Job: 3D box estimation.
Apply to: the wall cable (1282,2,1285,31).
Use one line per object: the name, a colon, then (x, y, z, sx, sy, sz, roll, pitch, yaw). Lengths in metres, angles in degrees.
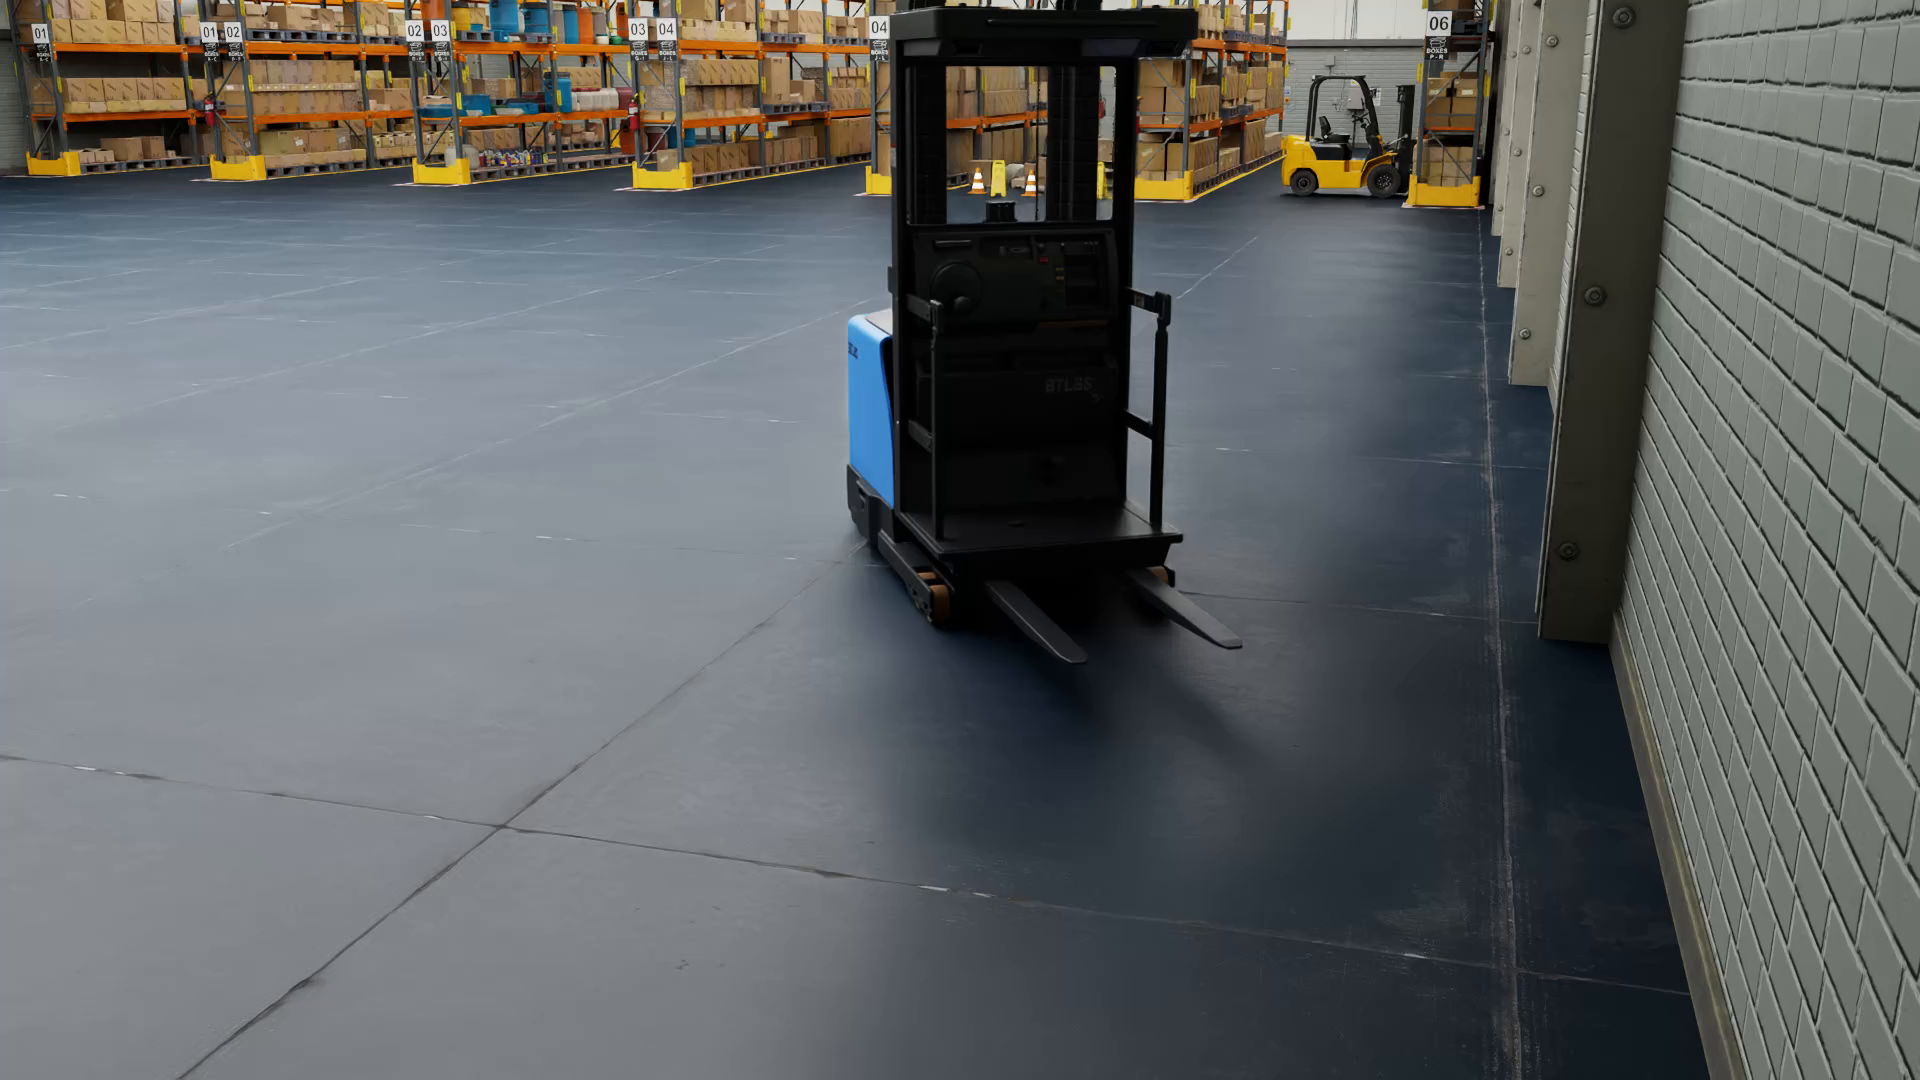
wall cable: (9.496, -16.210, 48.989, 0.463, 3.000, 0.029, 5, 16, 16)

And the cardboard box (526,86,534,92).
cardboard box: (-12.090, -12.504, 46.733, 0.500, 0.500, 0.500, 5, 17, 17)

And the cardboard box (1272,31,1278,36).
cardboard box: (8.065, -13.146, 43.190, 0.380, 0.149, 0.250, 3, 16, 12)

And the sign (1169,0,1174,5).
sign: (4.206, -10.598, 33.030, 0.100, 0.325, 0.005, 5, 16, 16)

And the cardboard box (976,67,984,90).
cardboard box: (0.100, -9.691, 34.985, 0.700, 0.500, 0.500, 4, 16, 15)

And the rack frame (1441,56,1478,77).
rack frame: (12.909, -11.430, 43.131, 1.000, 3.000, 0.127, 5, 16, 16)

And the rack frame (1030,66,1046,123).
rack frame: (2.238, -11.125, 42.055, 1.000, 3.000, 0.127, 5, 16, 16)

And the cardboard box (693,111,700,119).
cardboard box: (-5.415, -8.460, 33.119, 0.380, 0.149, 0.250, 5, 16, 16)

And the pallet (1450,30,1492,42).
pallet: (10.214, -10.212, 33.685, 1.003, 0.211, 1.213, 5, 17, 18)

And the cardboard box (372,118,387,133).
cardboard box: (-16.796, -11.676, 47.168, 0.750, 0.750, 0.750, 5, 17, 17)

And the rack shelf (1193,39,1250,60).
rack shelf: (5.308, -10.295, 34.949, 1.077, 0.370, 4.000, 5, 16, 16)

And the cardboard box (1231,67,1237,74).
cardboard box: (5.681, -9.976, 35.319, 0.380, 0.149, 0.250, 4, 16, 13)

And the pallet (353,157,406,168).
pallet: (-14.087, -9.067, 39.907, 1.003, 0.211, 1.213, 5, 16, 16)

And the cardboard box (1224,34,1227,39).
cardboard box: (5.470, -10.813, 35.267, 0.797, 0.503, 0.637, 5, 16, 16)

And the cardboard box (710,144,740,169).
cardboard box: (-5.070, -8.191, 35.520, 0.500, 0.500, 0.500, 11, 19, 33)

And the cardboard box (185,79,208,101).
cardboard box: (-18.832, -10.986, 40.574, 0.700, 0.500, 0.500, 5, 16, 16)

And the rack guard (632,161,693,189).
rack guard: (-5.877, -7.214, 32.847, 1.175, 0.500, 0.348, 5, 16, 16)

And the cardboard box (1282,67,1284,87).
cardboard box: (8.241, -12.199, 43.824, 0.500, 0.500, 0.500, 5, 17, 18)

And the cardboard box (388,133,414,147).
cardboard box: (-13.610, -9.716, 40.329, 0.500, 0.311, 0.500, 4, 16, 14)

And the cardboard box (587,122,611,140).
cardboard box: (-10.767, -12.199, 49.618, 0.500, 0.500, 0.500, 5, 16, 16)

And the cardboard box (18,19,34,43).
cardboard box: (-20.270, -11.179, 36.527, 0.500, 0.500, 0.500, 6, 17, 20)

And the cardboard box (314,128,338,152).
cardboard box: (-14.473, -9.053, 37.645, 0.500, 0.500, 0.500, 5, 16, 16)

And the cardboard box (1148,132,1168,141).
cardboard box: (3.695, -7.577, 31.251, 0.380, 0.149, 0.250, 5, 17, 17)

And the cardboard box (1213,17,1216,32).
cardboard box: (4.570, -9.788, 31.573, 0.500, 0.250, 0.500, 4, 16, 15)

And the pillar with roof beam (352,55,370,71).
pillar with roof beam: (-13.239, -15.491, 46.453, 9.100, 9.000, 0.400, 5, 16, 16)

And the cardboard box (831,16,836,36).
cardboard box: (-3.360, -12.581, 40.737, 0.500, 0.500, 0.500, 6, 17, 19)

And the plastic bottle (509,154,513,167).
plastic bottle: (-9.736, -8.220, 36.005, 0.097, 0.271, 0.097, 0, 16, 0)

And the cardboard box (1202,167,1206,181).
cardboard box: (4.392, -6.974, 31.688, 0.500, 0.250, 0.500, 6, 17, 20)

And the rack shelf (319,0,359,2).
rack shelf: (-14.827, -12.037, 36.326, 1.077, 0.370, 4.000, 5, 16, 16)

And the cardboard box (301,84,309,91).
cardboard box: (-14.640, -10.014, 36.766, 0.380, 0.149, 0.250, 5, 17, 16)

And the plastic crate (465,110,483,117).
plastic crate: (-10.085, -8.863, 34.563, 0.298, 0.136, 0.250, 5, 16, 16)

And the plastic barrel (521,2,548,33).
plastic barrel: (-9.575, -11.661, 37.530, 0.600, 0.901, 0.708, 5, 16, 16)

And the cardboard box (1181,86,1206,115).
cardboard box: (4.291, -8.191, 30.982, 0.500, 0.500, 0.500, 4, 16, 15)

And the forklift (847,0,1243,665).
forklift: (0.308, -1.175, 7.100, 1.130, 2.935, 3.031, -4, 16, -15)

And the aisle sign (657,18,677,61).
aisle sign: (-5.629, -9.608, 31.941, 0.394, 0.787, 0.004, 5, 16, 16)

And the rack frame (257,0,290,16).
rack frame: (-17.873, -14.528, 43.059, 1.000, 3.000, 0.127, 5, 16, 16)

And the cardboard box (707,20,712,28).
cardboard box: (-5.197, -10.351, 33.373, 0.380, 0.149, 0.250, 4, 16, 13)

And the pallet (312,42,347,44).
pallet: (-17.426, -13.459, 45.134, 1.003, 0.211, 1.213, 5, 17, 18)

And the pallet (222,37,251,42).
pallet: (-18.440, -12.373, 41.302, 1.213, 0.211, 1.003, 5, 16, 16)

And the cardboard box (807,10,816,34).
cardboard box: (-3.657, -11.942, 38.339, 0.500, 0.500, 0.500, 5, 16, 16)

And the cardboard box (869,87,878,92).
cardboard box: (-2.360, -11.441, 42.984, 0.500, 0.500, 0.500, 5, 16, 16)

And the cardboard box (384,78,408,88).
cardboard box: (-16.566, -12.973, 48.022, 0.980, 0.700, 0.700, 5, 17, 17)

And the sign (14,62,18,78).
sign: (-20.673, -10.306, 36.467, 0.100, 0.325, 0.005, 5, 16, 16)

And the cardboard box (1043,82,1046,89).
cardboard box: (1.865, -10.961, 40.076, 0.380, 0.149, 0.250, 4, 16, 15)

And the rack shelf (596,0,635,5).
rack shelf: (-8.943, -12.698, 38.658, 1.077, 0.370, 4.000, 5, 16, 16)

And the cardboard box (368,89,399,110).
cardboard box: (-13.875, -10.598, 40.013, 0.500, 0.500, 0.500, 6, 17, 20)

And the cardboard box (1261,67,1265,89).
cardboard box: (6.986, -11.024, 39.684, 0.500, 0.500, 0.500, 5, 17, 17)

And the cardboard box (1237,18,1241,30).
cardboard box: (5.433, -10.502, 33.867, 0.500, 0.250, 0.500, 4, 16, 15)

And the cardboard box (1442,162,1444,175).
cardboard box: (8.354, -6.646, 29.616, 0.500, 0.250, 0.500, 4, 16, 15)

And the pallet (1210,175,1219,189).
pallet: (4.582, -7.155, 33.167, 1.003, 0.211, 1.213, 5, 16, 16)

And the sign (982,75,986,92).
sign: (0.497, -9.444, 34.396, 0.100, 0.325, 0.005, 5, 16, 16)

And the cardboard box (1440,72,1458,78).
cardboard box: (12.096, -11.372, 41.280, 0.500, 0.500, 0.500, 5, 17, 17)

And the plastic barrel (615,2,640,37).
plastic barrel: (-8.210, -12.874, 41.166, 0.600, 0.830, 0.708, 5, 16, 16)

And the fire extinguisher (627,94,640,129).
fire extinguisher: (-6.373, -8.365, 32.466, 0.296, 0.674, 0.183, 5, 16, 16)

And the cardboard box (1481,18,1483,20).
cardboard box: (10.676, -10.749, 34.553, 0.500, 0.250, 0.500, 5, 16, 16)
